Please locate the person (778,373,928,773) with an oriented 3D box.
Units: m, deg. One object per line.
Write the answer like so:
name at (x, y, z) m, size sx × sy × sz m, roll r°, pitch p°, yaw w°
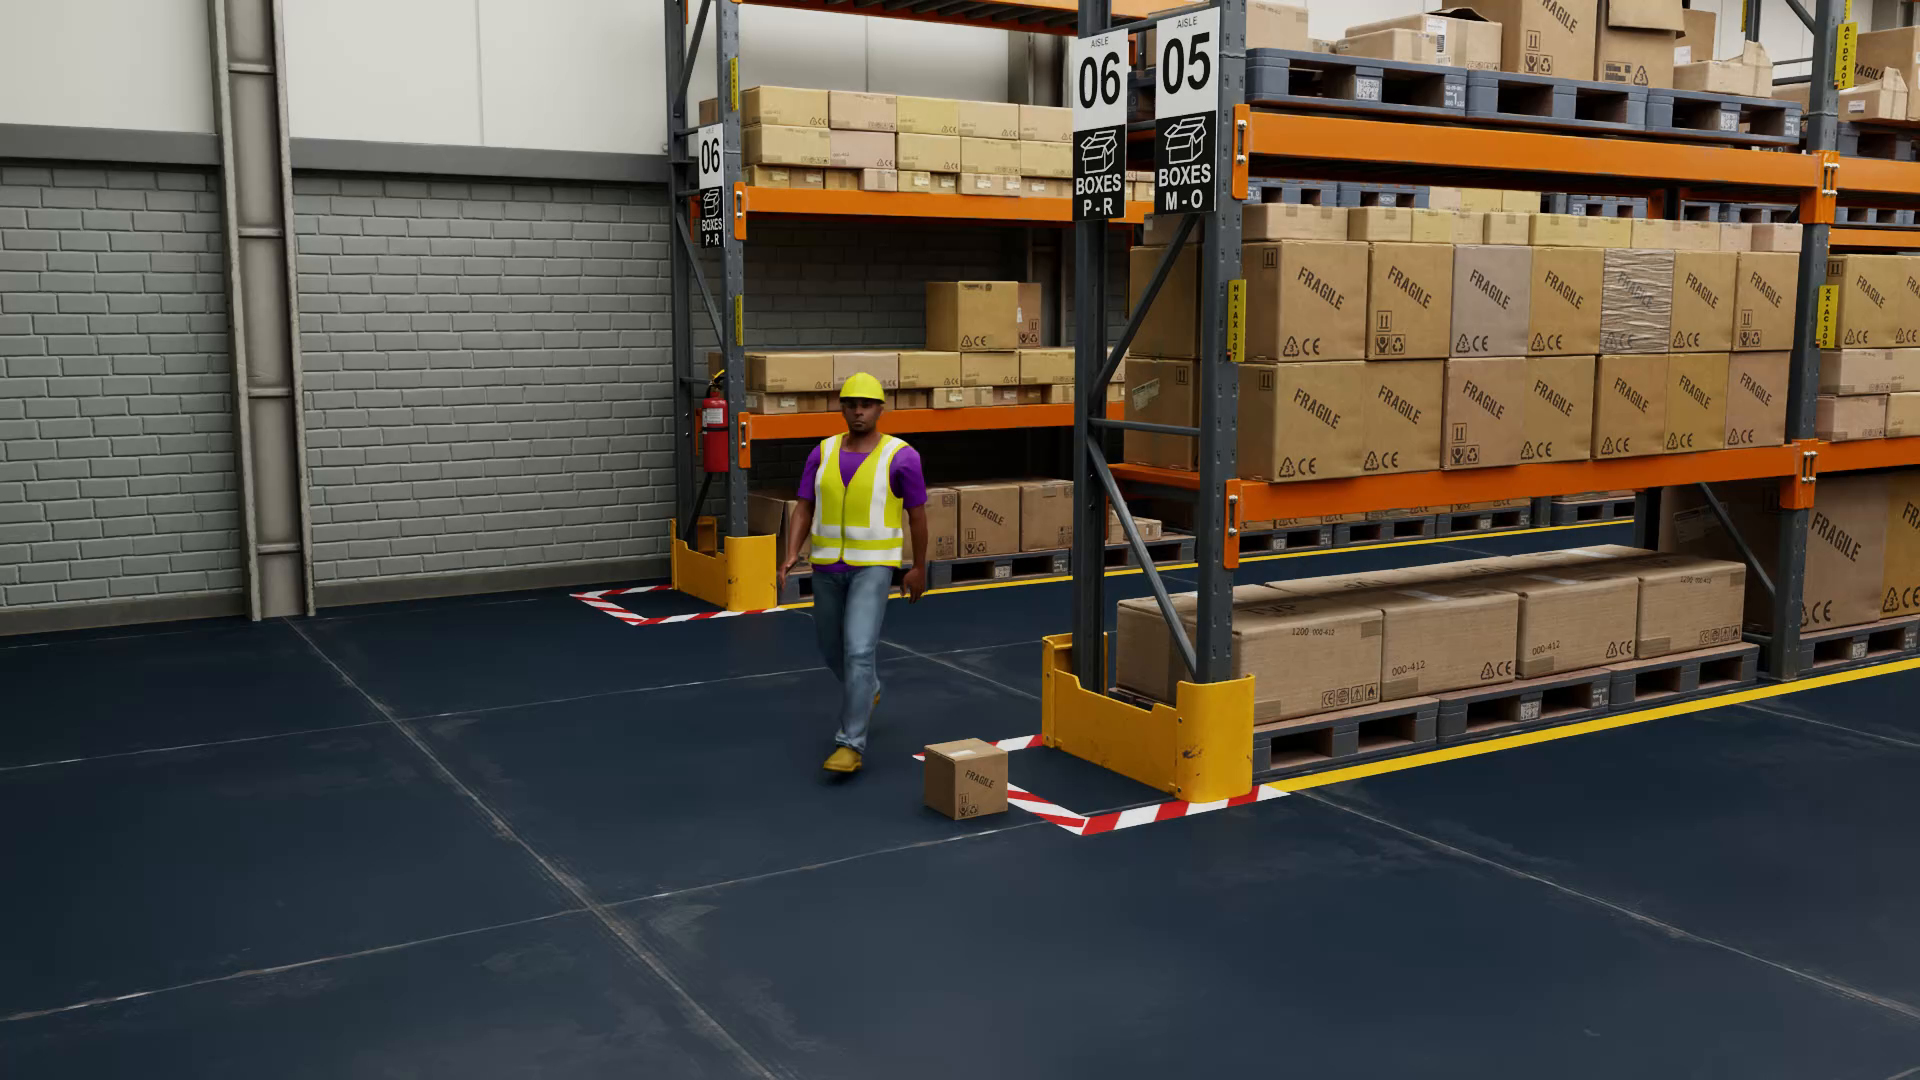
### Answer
person at (-0.483, 0.118, 7.459) m, size 0.580 × 1.725 × 0.985 m, roll 3°, pitch 9°, yaw 21°
